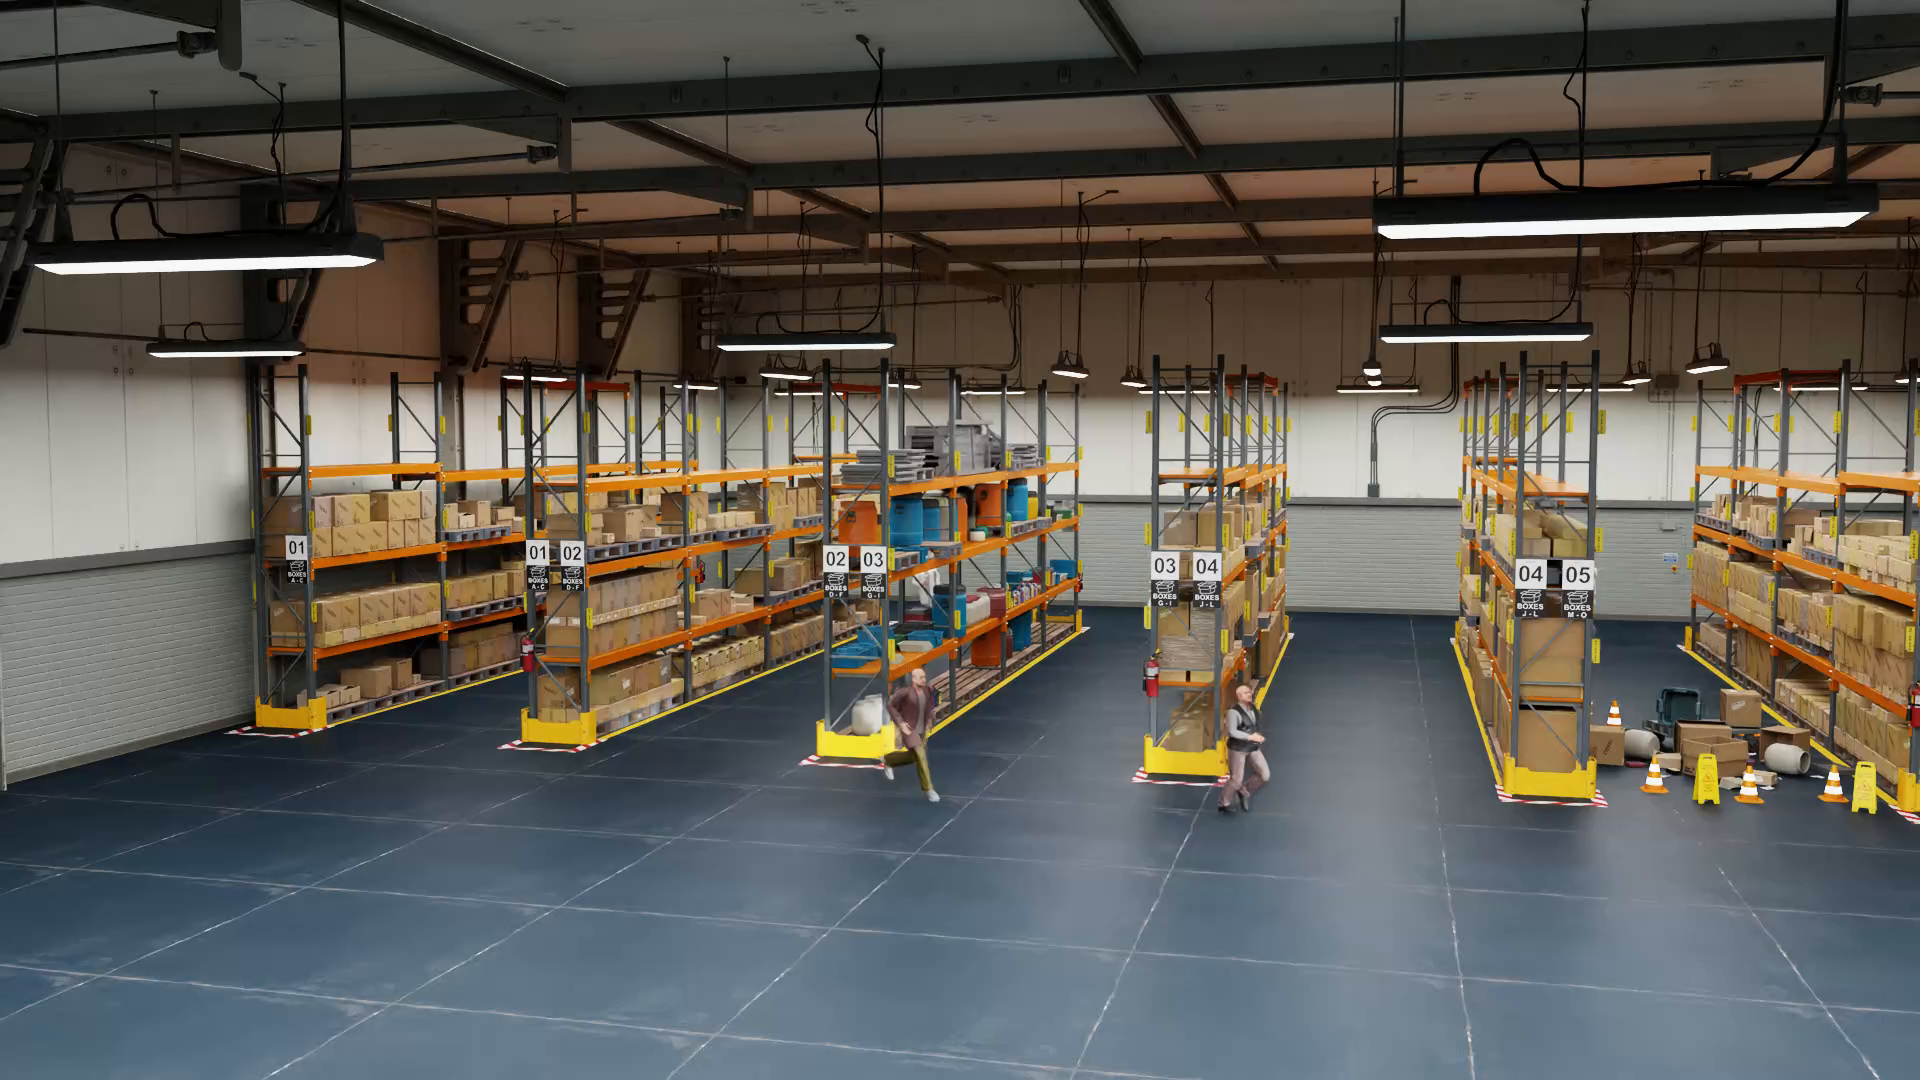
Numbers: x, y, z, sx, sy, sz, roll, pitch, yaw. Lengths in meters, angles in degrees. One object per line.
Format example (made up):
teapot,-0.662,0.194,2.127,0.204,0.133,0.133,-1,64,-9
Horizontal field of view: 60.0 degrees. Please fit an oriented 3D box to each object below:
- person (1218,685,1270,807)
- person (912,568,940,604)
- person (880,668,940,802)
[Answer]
person,3.685,2.650,21.245,0.560,1.606,0.792,-3,5,-35
person,-0.828,1.419,40.457,0.672,1.582,0.953,0,4,0
person,-0.686,2.597,22.469,1.119,1.778,0.670,3,5,41
